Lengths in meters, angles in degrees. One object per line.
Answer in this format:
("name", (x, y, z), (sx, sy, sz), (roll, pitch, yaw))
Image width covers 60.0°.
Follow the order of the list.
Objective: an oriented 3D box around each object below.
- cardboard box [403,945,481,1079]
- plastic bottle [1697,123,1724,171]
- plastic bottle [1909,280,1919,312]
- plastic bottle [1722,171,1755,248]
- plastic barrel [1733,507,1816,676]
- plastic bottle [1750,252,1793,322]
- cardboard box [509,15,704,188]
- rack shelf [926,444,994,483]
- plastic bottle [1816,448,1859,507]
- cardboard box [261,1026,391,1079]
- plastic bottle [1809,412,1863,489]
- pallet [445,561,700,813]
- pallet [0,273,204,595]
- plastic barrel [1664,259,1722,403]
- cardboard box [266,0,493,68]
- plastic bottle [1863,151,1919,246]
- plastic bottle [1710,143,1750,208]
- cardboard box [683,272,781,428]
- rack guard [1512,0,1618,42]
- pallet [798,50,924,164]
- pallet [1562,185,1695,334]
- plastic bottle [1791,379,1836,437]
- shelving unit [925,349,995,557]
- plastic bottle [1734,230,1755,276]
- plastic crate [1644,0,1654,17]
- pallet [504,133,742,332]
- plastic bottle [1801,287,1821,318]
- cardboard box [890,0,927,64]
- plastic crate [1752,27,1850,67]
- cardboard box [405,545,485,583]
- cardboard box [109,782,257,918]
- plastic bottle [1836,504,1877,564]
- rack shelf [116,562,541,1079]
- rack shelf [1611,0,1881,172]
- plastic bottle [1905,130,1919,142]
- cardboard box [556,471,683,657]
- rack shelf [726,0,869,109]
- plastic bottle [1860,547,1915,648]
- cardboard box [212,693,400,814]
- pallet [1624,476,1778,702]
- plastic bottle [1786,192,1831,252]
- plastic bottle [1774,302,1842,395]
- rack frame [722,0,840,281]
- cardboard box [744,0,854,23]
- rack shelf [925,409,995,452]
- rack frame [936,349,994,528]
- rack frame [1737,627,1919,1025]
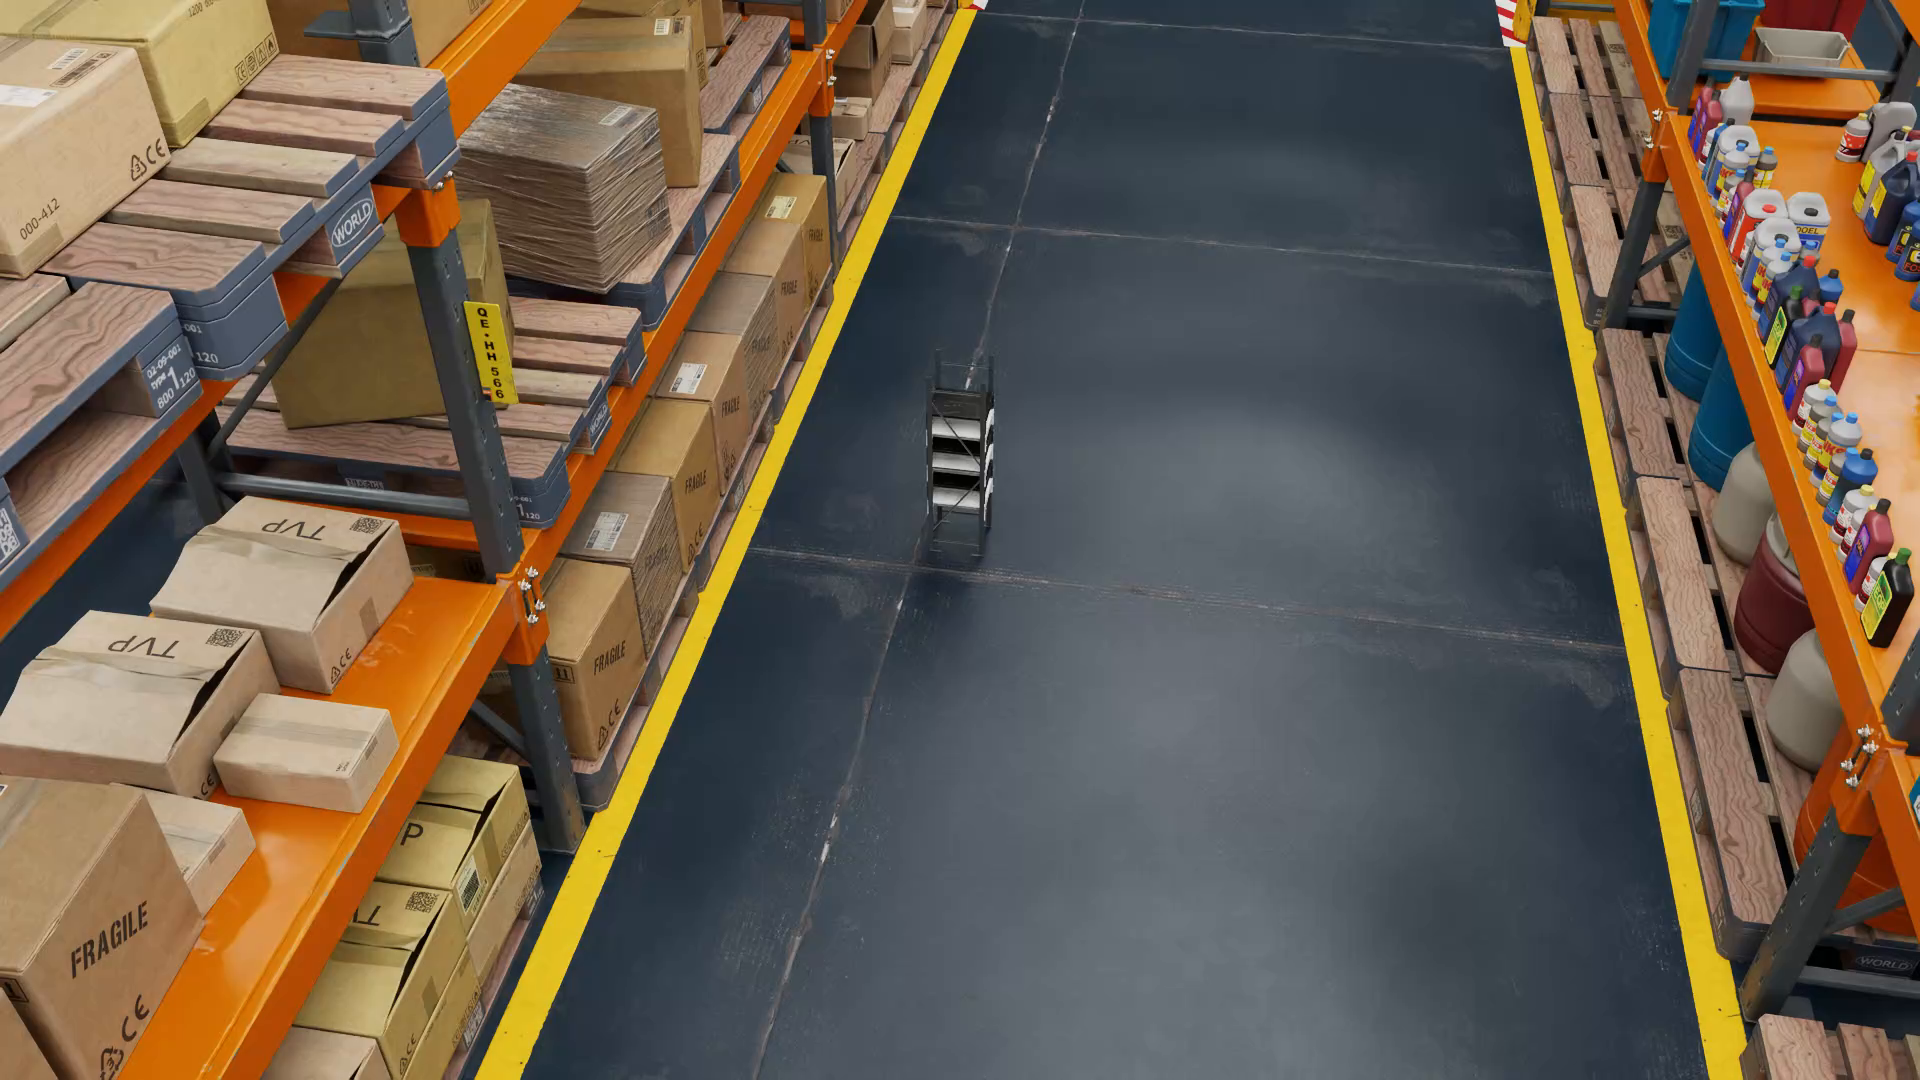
("cardboard box", (-1.783, 1.450, 4.971), (0.500, 0.250, 0.500), (6, 40, 7))
("plastic bottle", (3.215, -1.673, 7.075), (0.097, 0.201, 0.097), (0, 40, 0))
("plastic bottle", (3.634, -0.985, 6.188), (0.097, 0.271, 0.097), (0, 40, 0))
("plastic bottle", (3.087, -1.305, 6.566), (0.061, 0.283, 0.133), (6, 40, 8))
("plastic barrel", (3.295, 0.169, 6.254), (0.600, 0.588, 0.708), (6, 40, 8))
("plastic bottle", (3.005, -0.935, 6.128), (0.097, 0.271, 0.097), (0, 40, 0))
("cardboard box", (-1.399, -1.724, 6.573), (0.700, 0.500, 0.500), (-3, 40, -4))
("rack shelf", (0.001, -0.326, 6.991), (0.258, 0.077, 0.200), (6, 40, 8))
("plastic bottle", (2.810, -0.203, 5.298), (0.097, 0.201, 0.097), (0, 40, 0))
("cardboard box", (-1.868, 1.552, 4.407), (0.500, 0.311, 0.500), (6, 40, 7))
("plastic bottle", (2.827, -0.291, 5.349), (0.097, 0.271, 0.097), (0, 40, 0))
("pallet", (-1.680, 0.481, 6.502), (1.003, 0.211, 1.213), (6, 40, 8))
("pallet", (-2.066, -0.074, 2.780), (1.003, 0.211, 1.213), (8, 40, 10))
("plastic barrel", (3.613, -1.104, 7.549), (0.600, 0.901, 0.708), (6, 40, 8))
("cardboard box", (-1.804, -1.601, 4.400), (0.910, 0.500, 0.500), (6, 40, 8))
("plastic bottle", (3.713, -1.359, 6.578), (0.144, 0.351, 0.185), (6, 40, 8))
("plastic bottle", (3.158, -1.493, 6.803), (0.097, 0.271, 0.097), (0, 40, 0))
("cardboard box", (-1.138, -0.880, 7.577), (0.500, 0.500, 0.500), (7, 40, 8))
("rack guard", (4.408, -3.654, 11.278), (1.175, 0.500, 0.348), (6, 40, 8))
("pallet", (-0.825, -2.763, 10.427), (1.003, 0.211, 1.213), (6, 40, 8))
("pallet", (3.813, -1.482, 8.877), (1.003, 0.211, 1.213), (6, 40, 8))
("plastic bottle", (2.878, -0.448, 5.593), (0.097, 0.201, 0.097), (0, 40, 0))
("shelving unit", (0.001, -0.352, 6.969), (0.258, 0.900, 0.210), (6, 40, 8))
("plastic bottle", (3.062, -1.115, 6.400), (0.097, 0.201, 0.097), (0, 40, 0))
("plastic crate", (3.653, -2.740, 8.379), (0.437, 0.125, 0.590), (6, 40, 8))
("pallet", (-1.514, -1.276, 6.590), (1.003, 0.211, 1.213), (6, 40, 8))
("plastic bottle", (2.995, -0.747, 5.891), (0.061, 0.283, 0.133), (6, 40, 8))
("cardboard box", (-0.507, -3.298, 10.698), (0.500, 0.250, 0.500), (6, 40, 8))
("plastic crate", (3.945, -2.289, 7.824), (0.396, 0.136, 0.243), (6, 40, 8))
("cardboard box", (-1.915, 0.052, 6.450), (0.500, 0.500, 0.500), (8, 40, 9))
("cardboard box", (-2.011, 0.774, 4.156), (0.380, 0.149, 0.250), (9, 40, 11))
("plastic bottle", (2.760, -0.020, 5.076), (0.097, 0.201, 0.097), (0, 40, 0))
("rack shelf", (-2.192, 1.403, 3.763), (1.077, 0.370, 4.000), (6, 40, 8))
("rack shelf", (4.070, -3.069, 9.172), (1.077, 0.370, 4.000), (6, 40, 8))
("plastic bottle", (3.979, -1.613, 6.938), (0.061, 0.283, 0.133), (6, 40, 8))
("cardboard box", (-1.401, 0.081, 6.414), (0.500, 0.500, 0.500), (5, 40, 6))
("rack shelf", (-0.808, -3.617, 9.836), (1.077, 0.370, 4.000), (6, 40, 8))
("plastic bottle", (2.682, 0.164, 4.790), (0.061, 0.283, 0.133), (6, 40, 8))
("cardboard box", (-1.730, 0.563, 4.412), (0.380, 0.149, 0.250), (6, 40, 8))
("pallet", (3.341, 0.231, 6.804), (1.003, 0.211, 1.213), (6, 40, 8))
("plastic bottle", (3.258, -1.197, 6.441), (0.152, 0.276, 0.135), (6, 40, 8))
("plastic bottle", (2.948, -0.675, 5.751), (0.144, 0.351, 0.185), (6, 40, 8))
("rack frame", (-1.154, -2.639, 8.088), (1.000, 3.000, 0.127), (6, 40, 8))
("cardboard box", (-0.797, -2.968, 8.407), (0.500, 0.500, 0.500), (7, 40, 9))
("rack shelf", (0.001, -0.465, 6.876), (0.258, 0.077, 0.200), (6, 40, 8))
("rack frame", (0.019, -0.416, 7.047), (0.240, 0.900, 0.006), (6, 40, 8))
("rack frame", (3.032, 0.420, 4.389), (1.000, 3.000, 0.127), (6, 40, 8))
